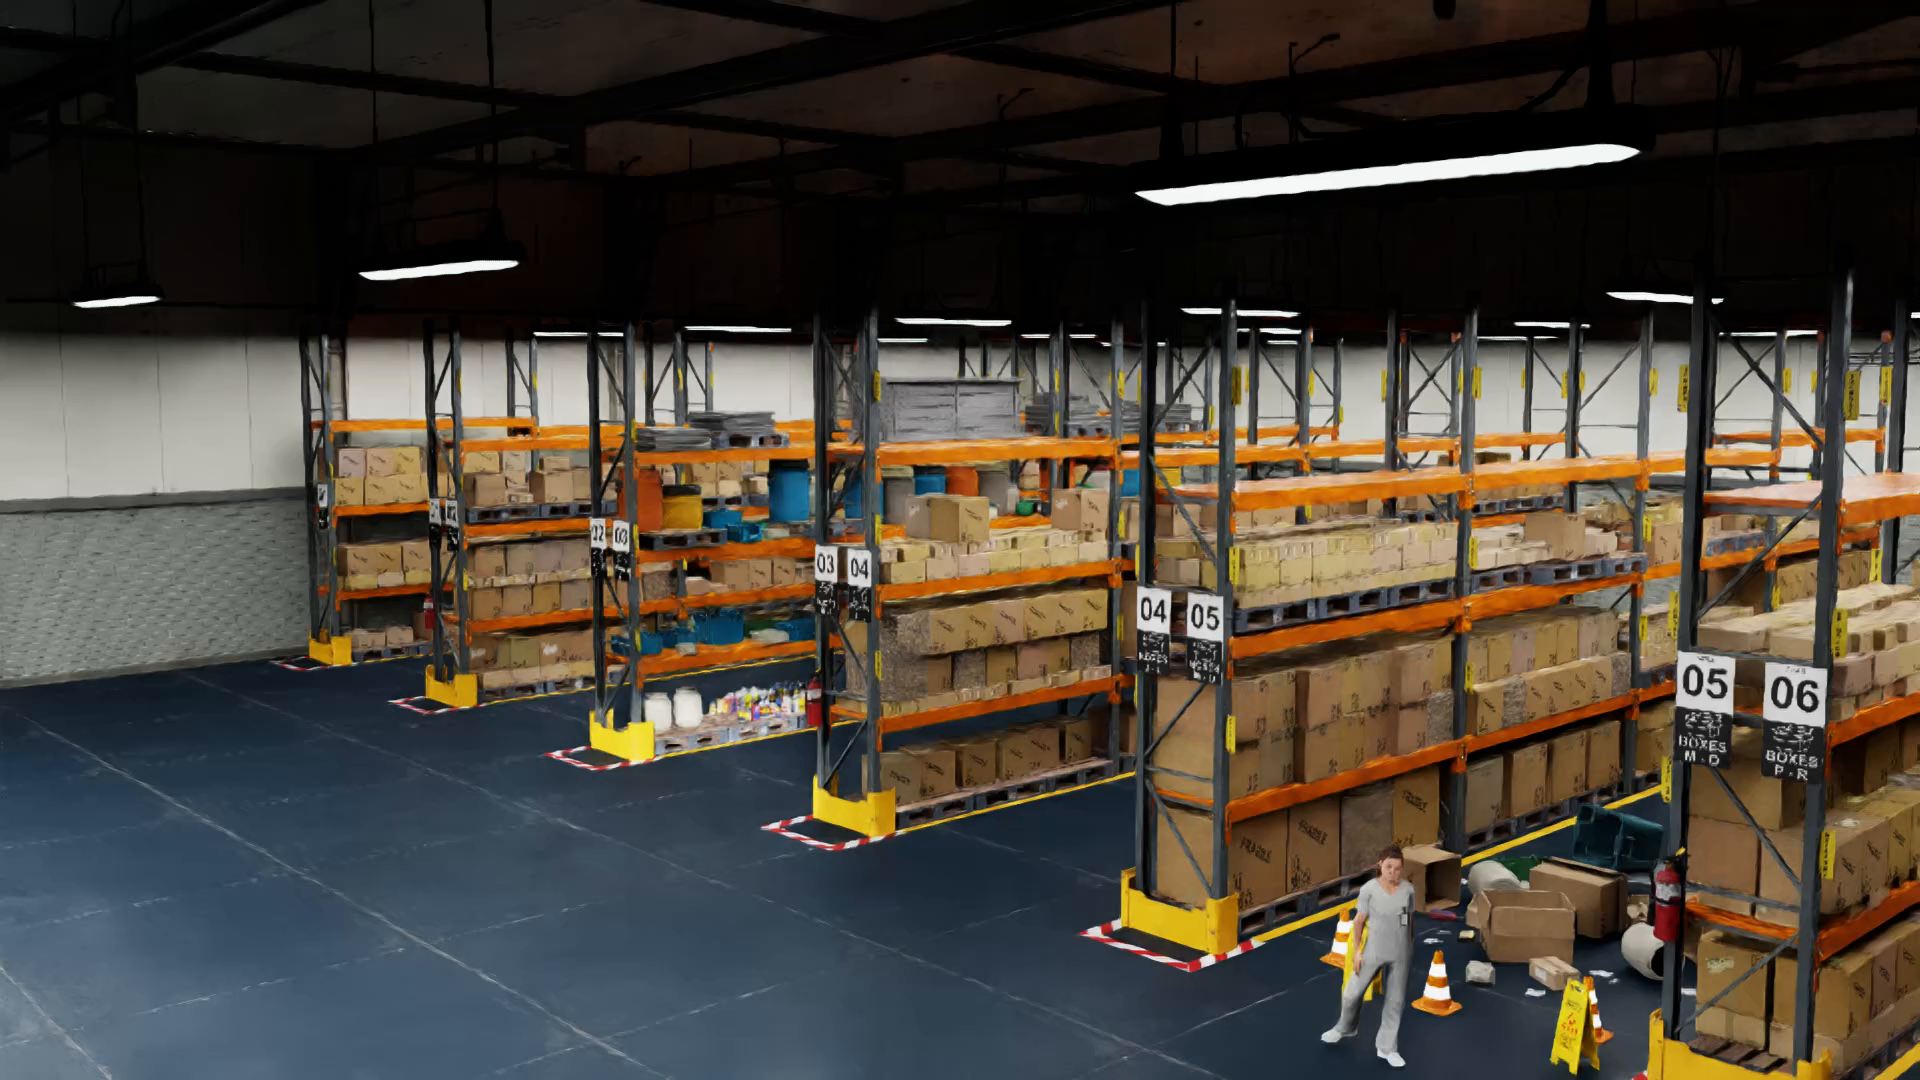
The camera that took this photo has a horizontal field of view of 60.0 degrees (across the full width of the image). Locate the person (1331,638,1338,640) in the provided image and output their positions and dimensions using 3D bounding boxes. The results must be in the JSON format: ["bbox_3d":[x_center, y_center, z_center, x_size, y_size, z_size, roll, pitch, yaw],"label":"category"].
[{"bbox_3d":[5.017,2.102,22.370,0.467,1.599,0.453,-1,6,-12],"label":"person"}]

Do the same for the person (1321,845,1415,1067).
[{"bbox_3d":[3.074,3.082,12.496,0.657,1.665,0.491,1,6,5],"label":"person"}]

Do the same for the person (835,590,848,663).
[{"bbox_3d":[-1.895,1.373,29.708,1.090,1.567,0.479,-5,8,-40],"label":"person"}]
